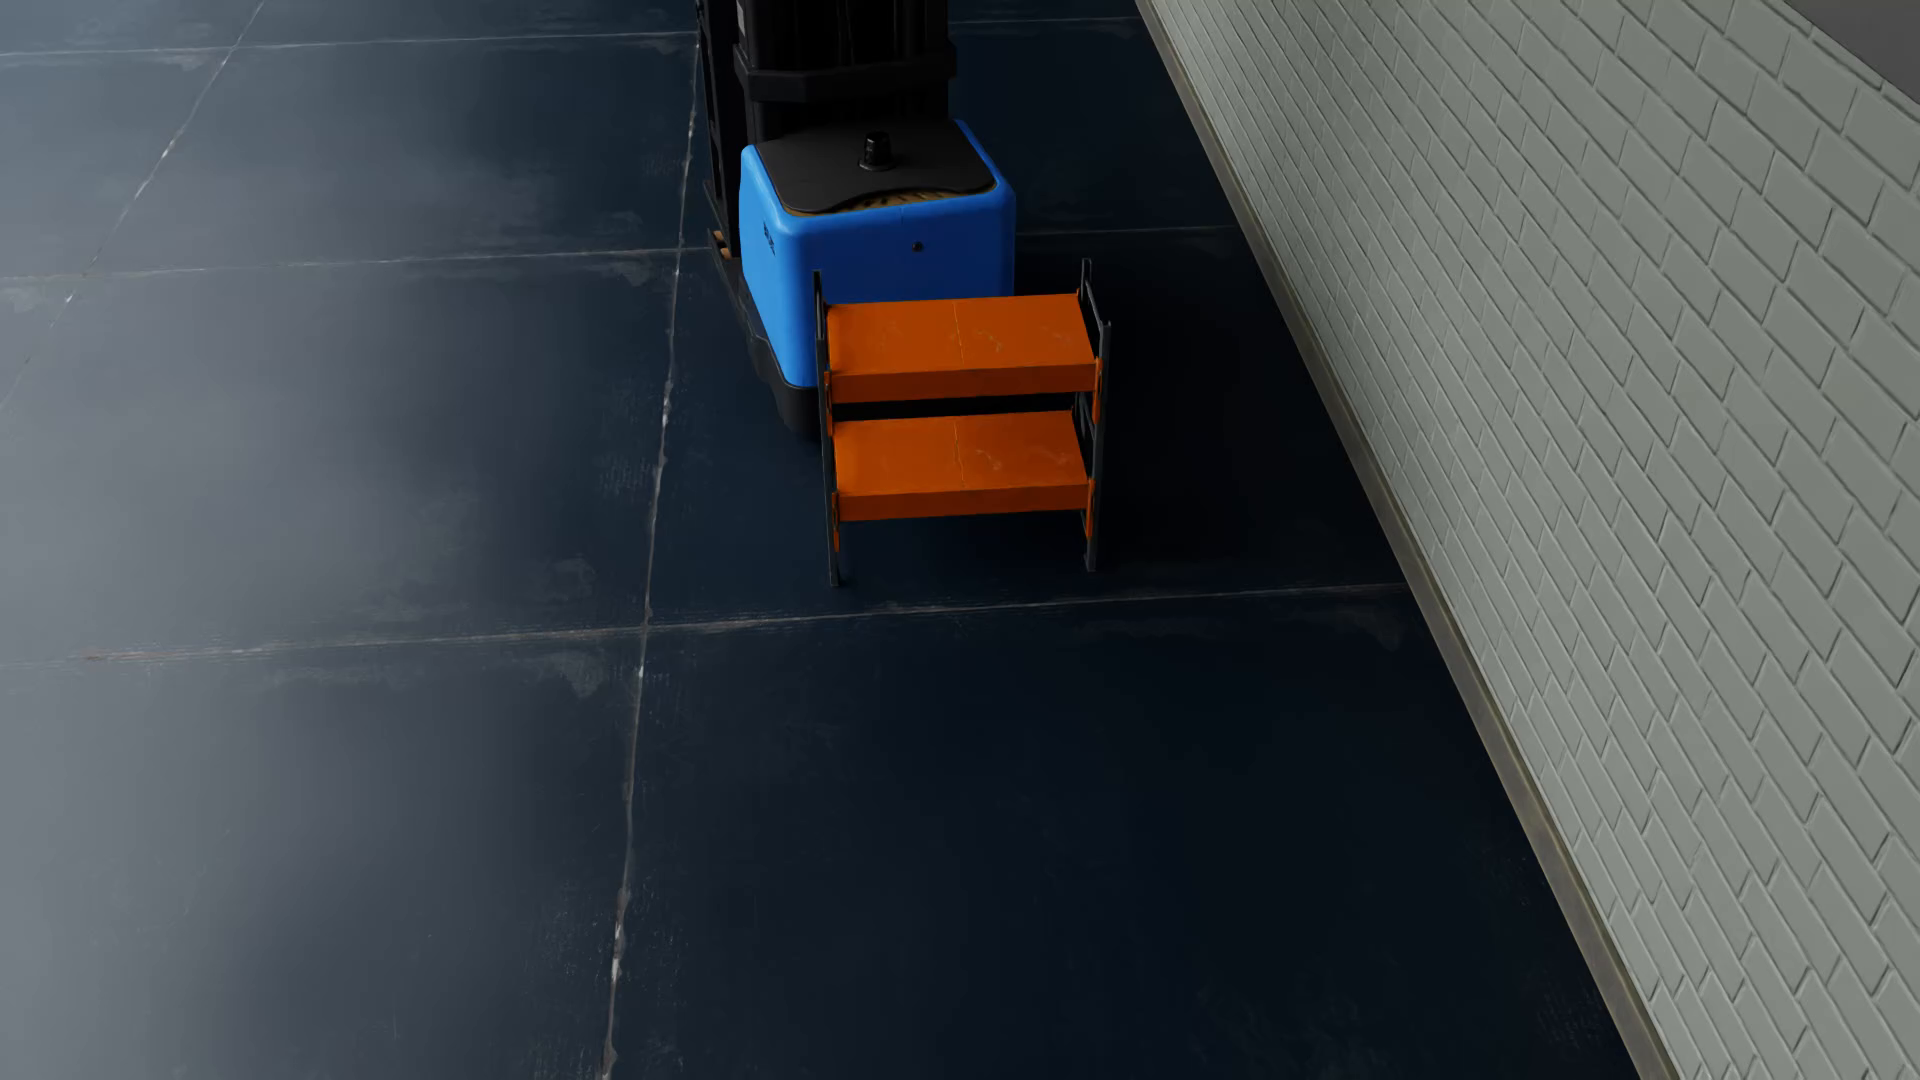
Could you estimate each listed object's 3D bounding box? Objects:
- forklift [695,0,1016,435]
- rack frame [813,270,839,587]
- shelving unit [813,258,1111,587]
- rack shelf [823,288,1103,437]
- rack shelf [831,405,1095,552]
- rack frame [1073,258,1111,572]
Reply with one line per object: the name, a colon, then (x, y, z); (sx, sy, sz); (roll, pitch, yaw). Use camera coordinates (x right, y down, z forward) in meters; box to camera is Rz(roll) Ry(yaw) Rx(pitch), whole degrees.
forklift: (-0.662, -2.523, 7.581); (1.130, 2.935, 3.031); (-10, 39, -13)
rack frame: (-0.513, -0.413, 6.366); (0.032, 1.125, 0.500); (-3, 38, -4)
shelving unit: (-0.007, -0.441, 6.401); (1.048, 1.125, 0.538); (-3, 38, -4)
rack shelf: (-0.007, -0.671, 6.220); (1.000, 0.278, 0.538); (-3, 38, -4)
rack shelf: (-0.007, -0.249, 6.553); (1.000, 0.278, 0.538); (-3, 38, -4)
rack frame: (0.500, -0.469, 6.436); (0.032, 1.125, 0.500); (-3, 38, -4)
